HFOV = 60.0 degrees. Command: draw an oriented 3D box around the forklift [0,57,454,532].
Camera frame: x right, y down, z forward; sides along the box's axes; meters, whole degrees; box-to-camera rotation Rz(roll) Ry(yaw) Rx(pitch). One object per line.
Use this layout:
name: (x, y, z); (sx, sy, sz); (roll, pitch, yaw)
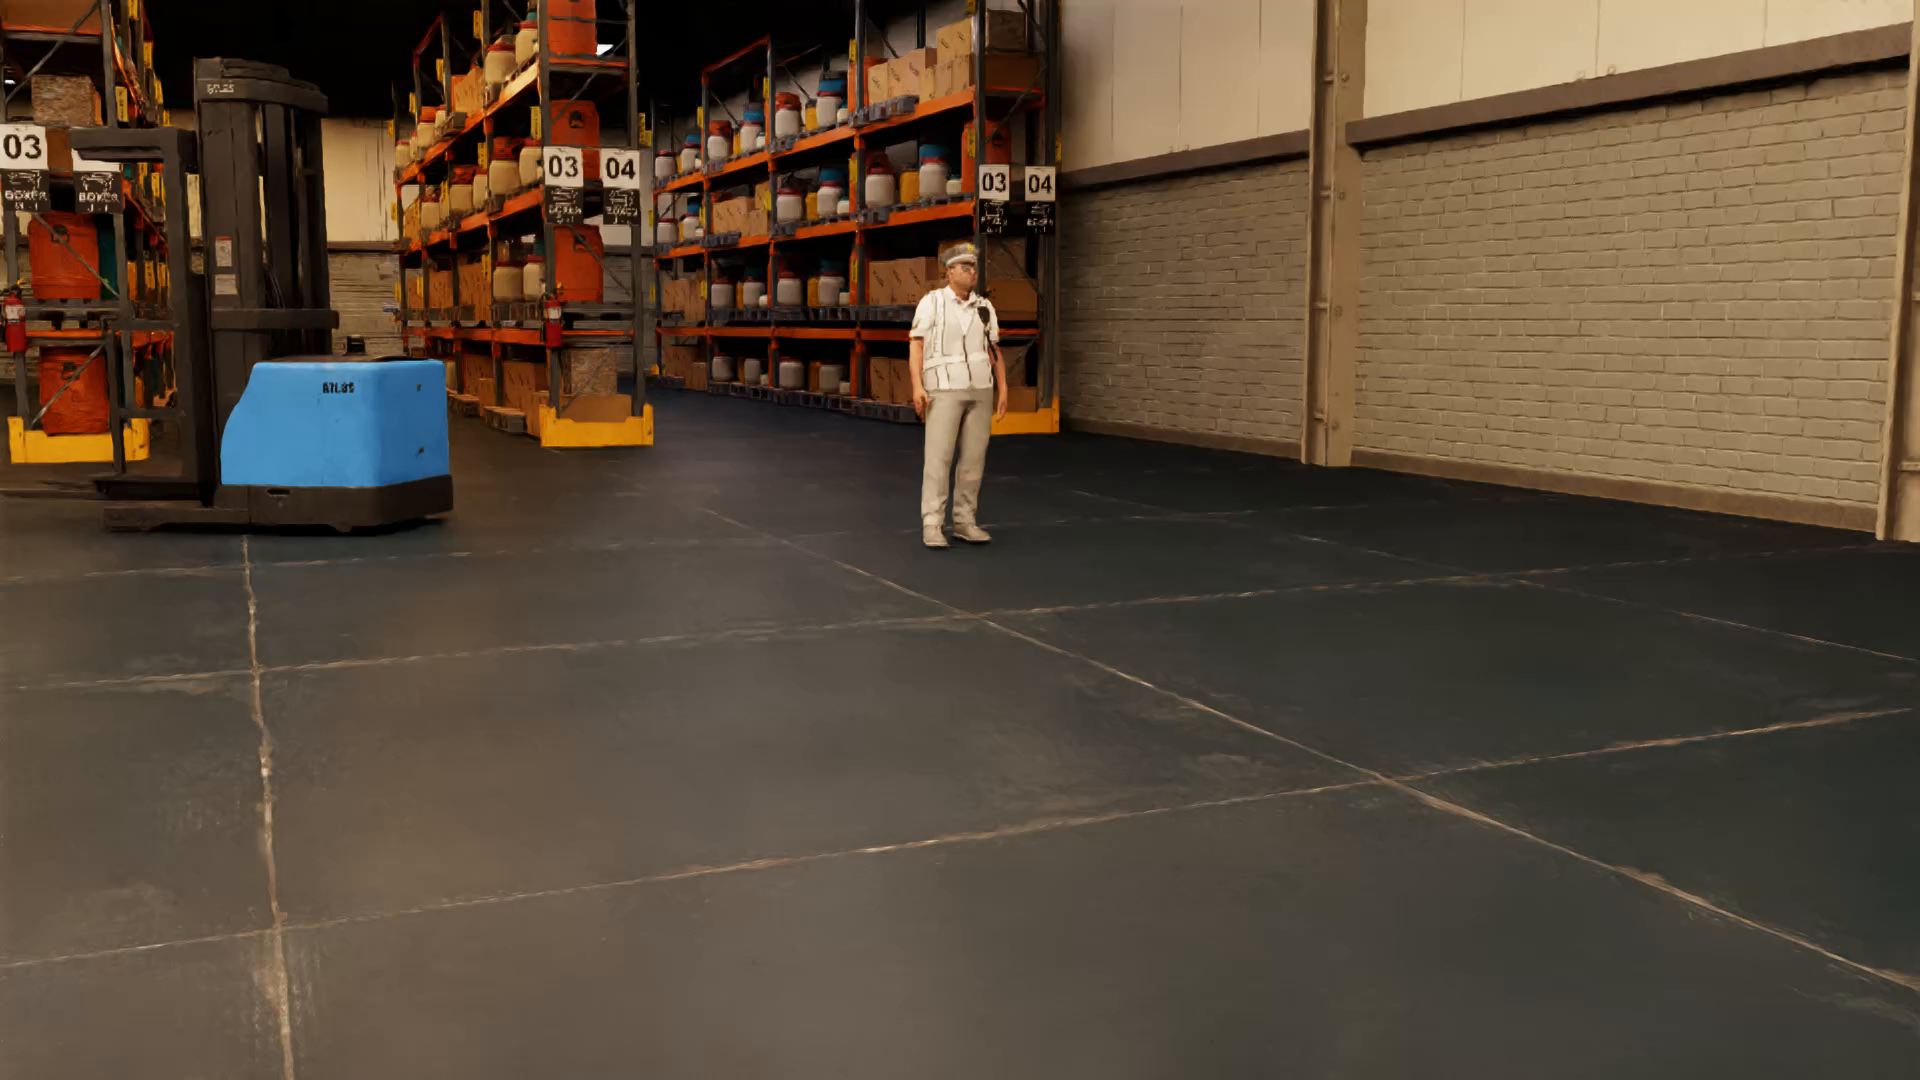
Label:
forklift: (-4.976, -1.569, 10.838); (3.031, 2.935, 1.130); (1, 8, 10)

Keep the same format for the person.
person: (0.020, -0.882, 9.961); (0.640, 1.781, 0.574); (-3, 8, -23)
